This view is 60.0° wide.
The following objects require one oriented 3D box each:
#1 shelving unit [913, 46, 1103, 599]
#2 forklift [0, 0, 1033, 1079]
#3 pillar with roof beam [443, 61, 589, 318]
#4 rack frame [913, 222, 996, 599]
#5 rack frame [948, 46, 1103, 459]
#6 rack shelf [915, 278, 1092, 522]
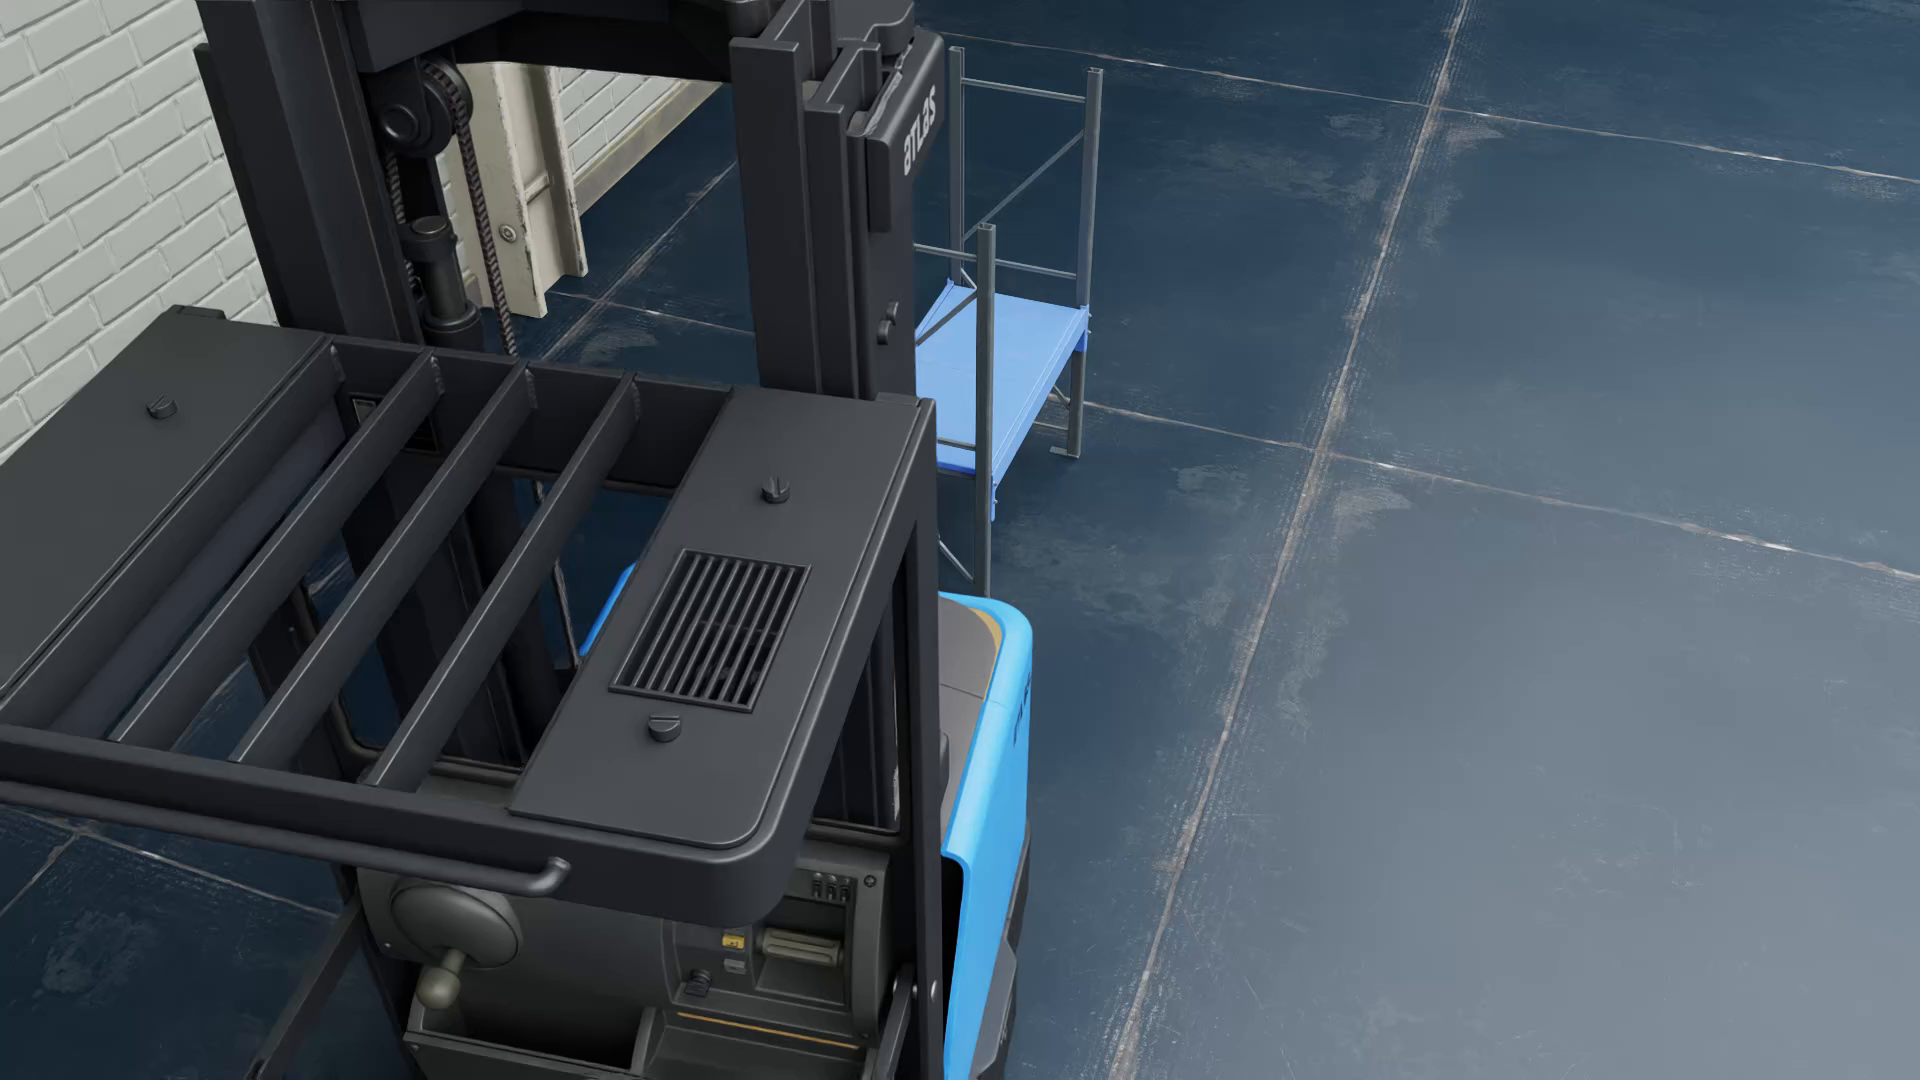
[{"bbox_3d":[0.029,-0.623,5.324,0.538,1.500,1.048,13,42,15],"label":"shelving unit"},{"bbox_3d":[-0.623,0.721,2.646,1.130,2.935,3.031,8,41,9],"label":"forklift"},{"bbox_3d":[2.251,-3.531,2.955,9.100,9.000,0.400,13,42,15],"label":"pillar with roof beam"},{"bbox_3d":[-0.145,-0.313,4.961,0.500,1.500,0.032,13,42,15],"label":"rack frame"},{"bbox_3d":[0.203,-0.933,5.688,0.500,1.500,0.032,13,42,15],"label":"rack frame"},{"bbox_3d":[0.029,-0.486,5.441,0.538,0.185,1.000,13,42,15],"label":"rack shelf"}]
